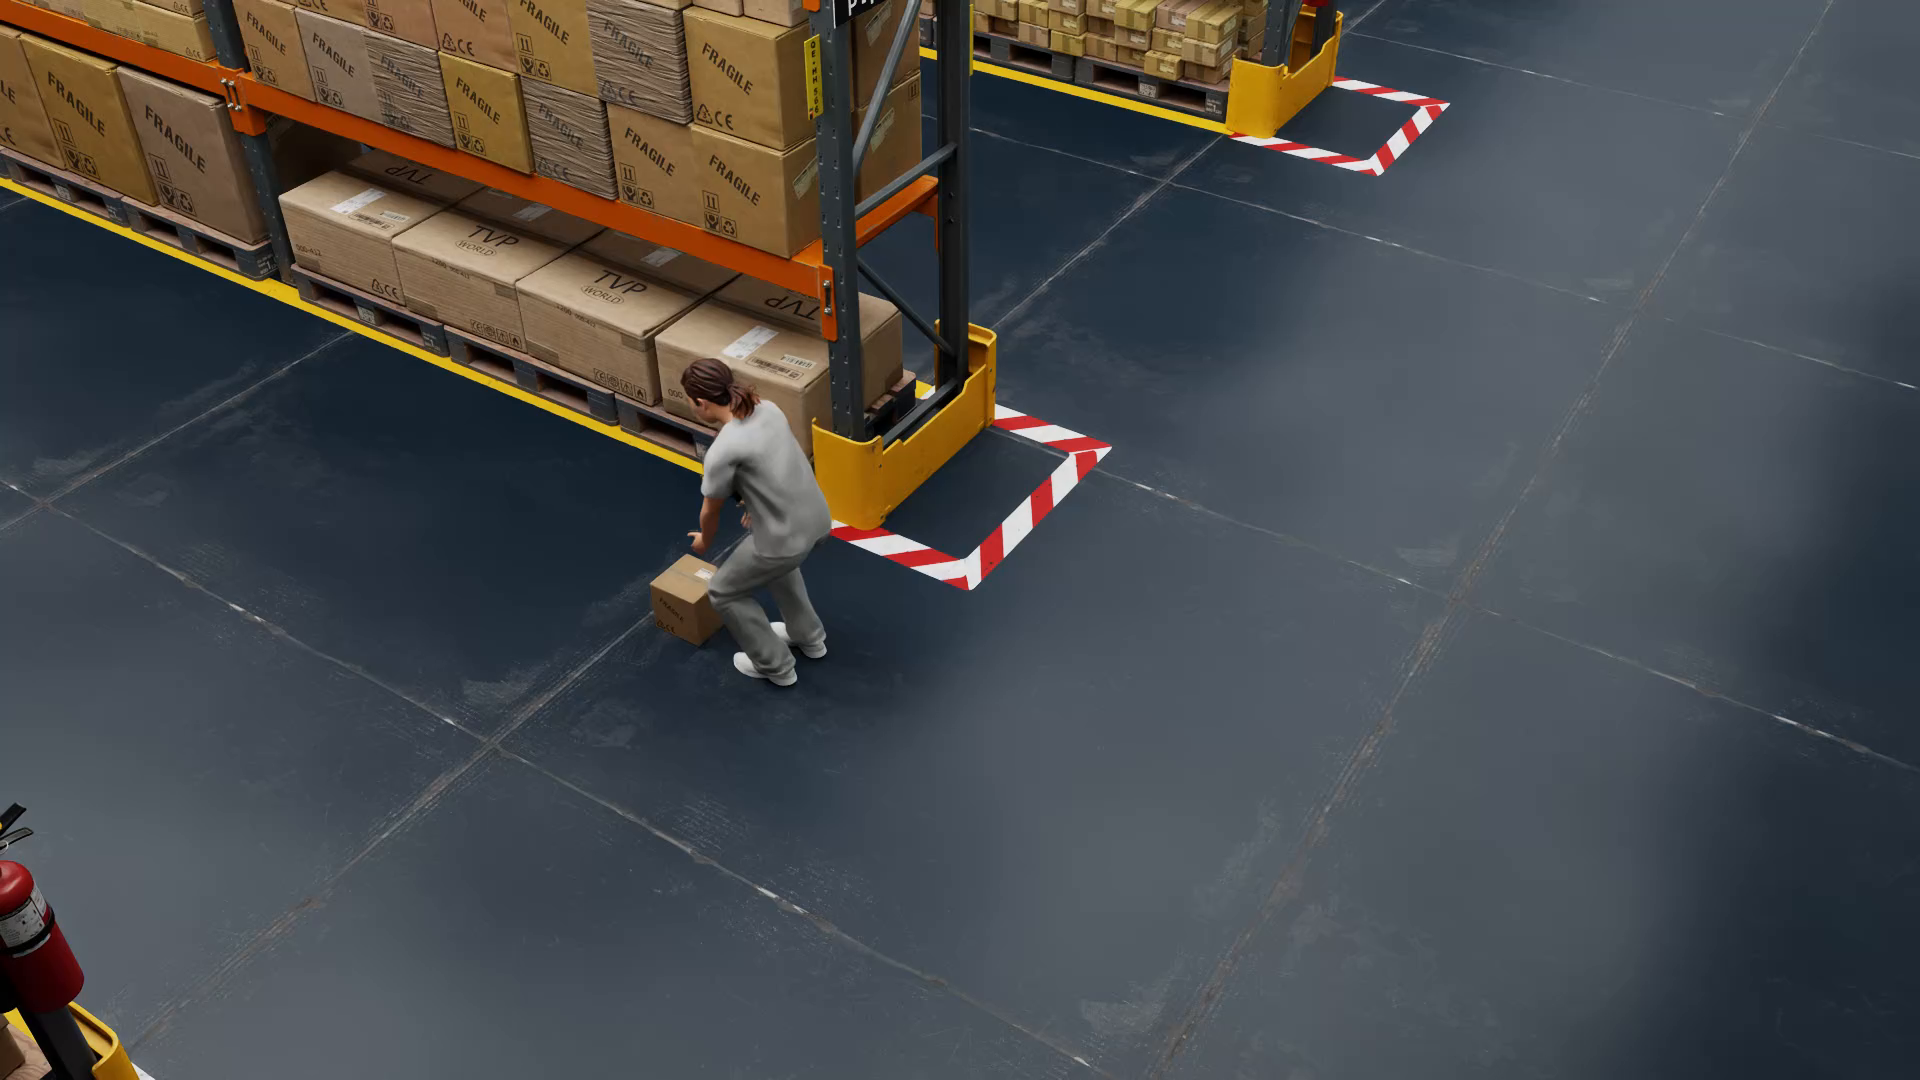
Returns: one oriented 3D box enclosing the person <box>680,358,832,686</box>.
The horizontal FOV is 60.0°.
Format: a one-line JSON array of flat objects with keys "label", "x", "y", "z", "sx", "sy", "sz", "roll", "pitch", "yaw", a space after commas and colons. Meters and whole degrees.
[{"label": "person", "x": -0.823, "y": -0.053, "z": 6.730, "sx": 0.572, "sy": 1.469, "sz": 0.487, "roll": 22, "pitch": 44, "yaw": 25}]
